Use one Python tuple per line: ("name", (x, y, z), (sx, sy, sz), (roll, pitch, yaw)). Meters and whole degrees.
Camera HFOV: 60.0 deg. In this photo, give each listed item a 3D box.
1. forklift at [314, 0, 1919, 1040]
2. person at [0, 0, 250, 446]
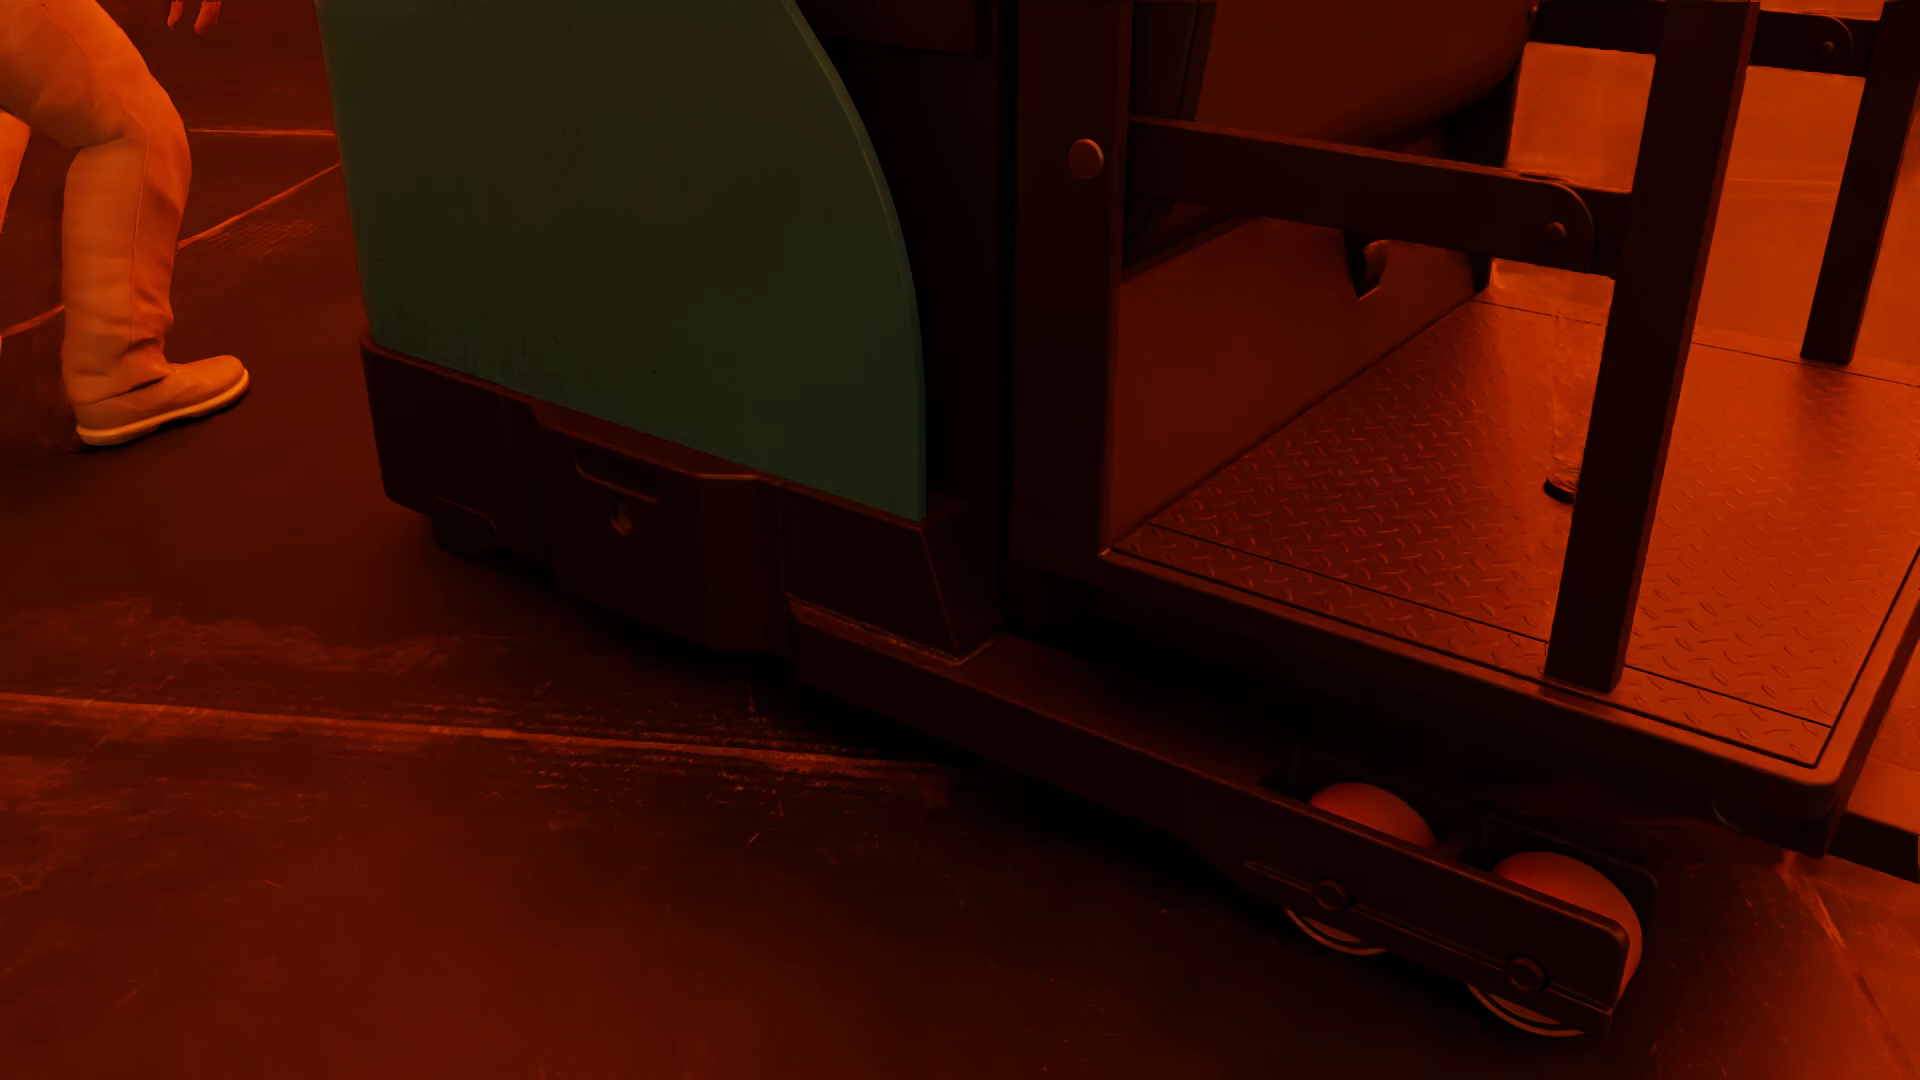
("forklift", (0.621, -1.116, 1.454), (3.031, 2.935, 1.130), (18, 32, 32))
("person", (-1.606, -0.983, 2.623), (0.756, 1.635, 0.456), (12, 29, 22))
